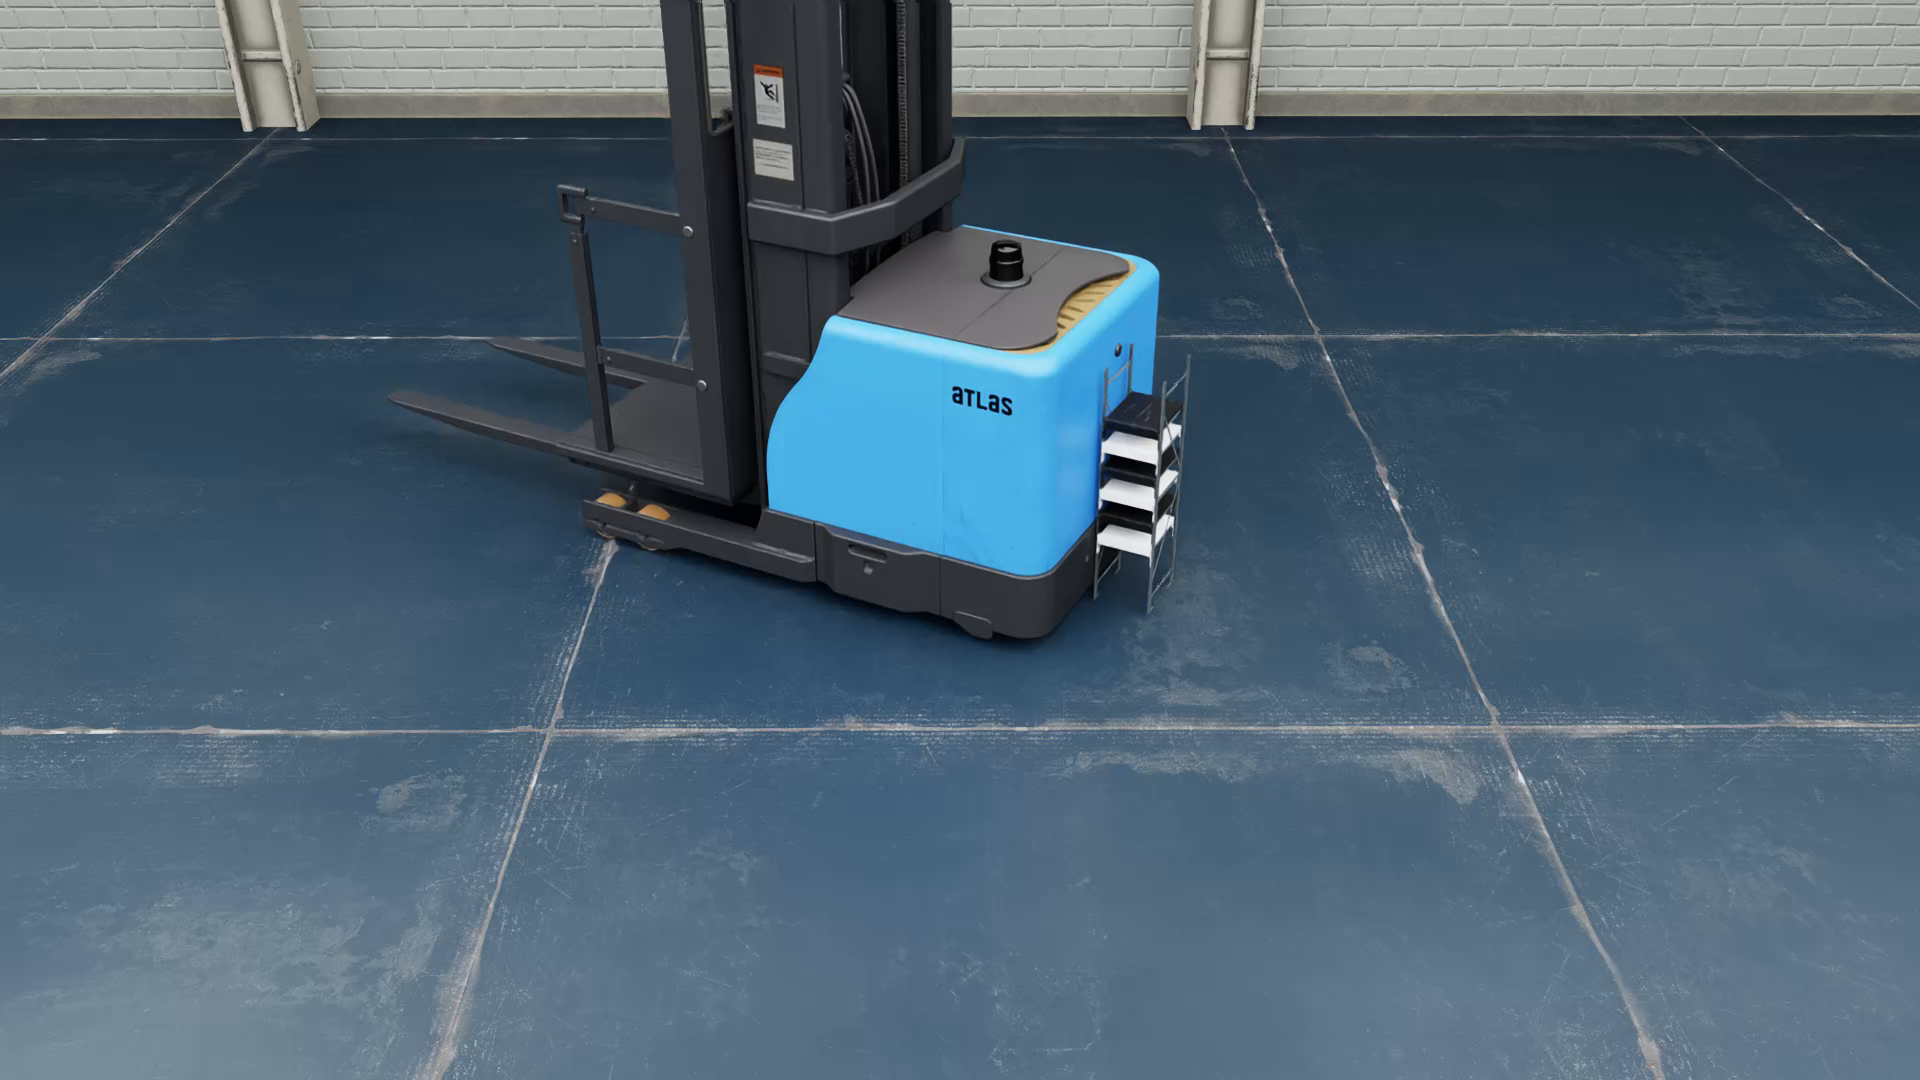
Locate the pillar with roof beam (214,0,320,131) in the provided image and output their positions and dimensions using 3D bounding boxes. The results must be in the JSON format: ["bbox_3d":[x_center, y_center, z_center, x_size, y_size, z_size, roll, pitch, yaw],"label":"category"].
[{"bbox_3d":[-4.308,-4.278,4.626,0.400,9.000,9.100,0,31,0],"label":"pillar with roof beam"}]

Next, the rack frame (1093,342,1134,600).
[{"bbox_3d":[0.530,-0.226,5.755,0.006,0.900,0.240,15,34,23],"label":"rack frame"}]

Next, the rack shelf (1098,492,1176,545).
[{"bbox_3d":[0.620,-0.097,5.780,0.200,0.077,0.258,15,34,23],"label":"rack shelf"}]

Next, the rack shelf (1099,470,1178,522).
[{"bbox_3d":[0.620,-0.174,5.733,0.200,0.077,0.258,15,34,23],"label":"rack shelf"}]

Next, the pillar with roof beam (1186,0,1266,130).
[{"bbox_3d":[1.692,-4.297,4.657,0.400,9.000,9.100,0,31,0],"label":"pillar with roof beam"}]

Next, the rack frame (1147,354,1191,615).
[{"bbox_3d":[0.711,-0.178,5.676,0.006,0.900,0.240,15,34,23],"label":"rack frame"}]

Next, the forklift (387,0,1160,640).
[{"bbox_3d":[-0.840,-1.441,5.800,3.031,2.935,1.130,15,34,23],"label":"forklift"}]

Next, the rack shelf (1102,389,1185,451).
[{"bbox_3d":[0.620,-0.405,5.593,0.200,0.077,0.258,15,34,23],"label":"rack shelf"}]

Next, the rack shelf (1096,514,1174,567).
[{"bbox_3d":[0.620,-0.020,5.827,0.200,0.077,0.258,15,34,23],"label":"rack shelf"}]

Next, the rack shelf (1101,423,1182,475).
[{"bbox_3d":[0.620,-0.328,5.640,0.200,0.077,0.258,15,34,23],"label":"rack shelf"}]

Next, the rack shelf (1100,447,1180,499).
[{"bbox_3d":[0.620,-0.251,5.687,0.200,0.077,0.258,15,34,23],"label":"rack shelf"}]

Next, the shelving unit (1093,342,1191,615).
[{"bbox_3d":[0.620,-0.202,5.716,0.210,0.900,0.258,15,34,23],"label":"shelving unit"}]
